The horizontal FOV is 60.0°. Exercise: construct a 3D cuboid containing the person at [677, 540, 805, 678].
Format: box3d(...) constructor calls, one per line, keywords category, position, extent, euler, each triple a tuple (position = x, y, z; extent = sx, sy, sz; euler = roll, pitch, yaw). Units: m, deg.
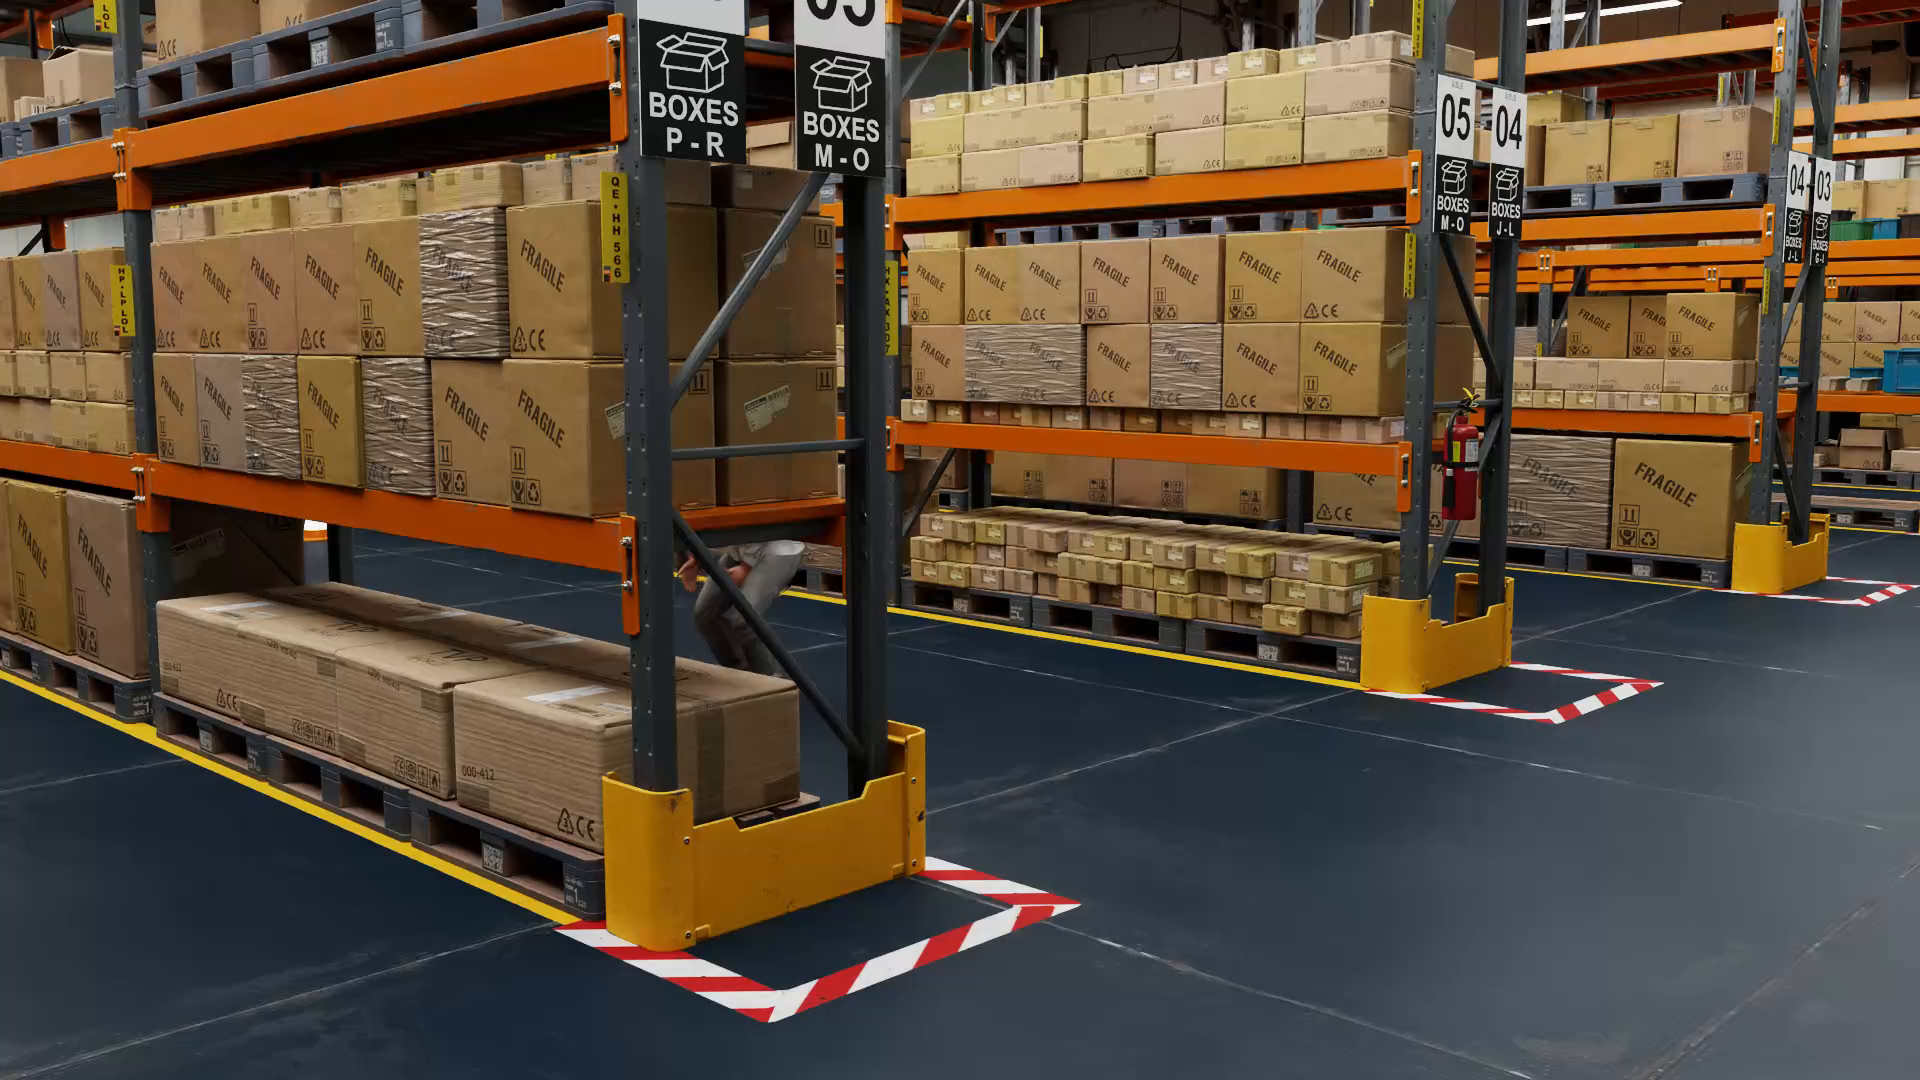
box3d(category="person", position=(-1.131, 0.083, 8.595), extent=(0.590, 1.506, 0.714), euler=(7, 10, 44))
